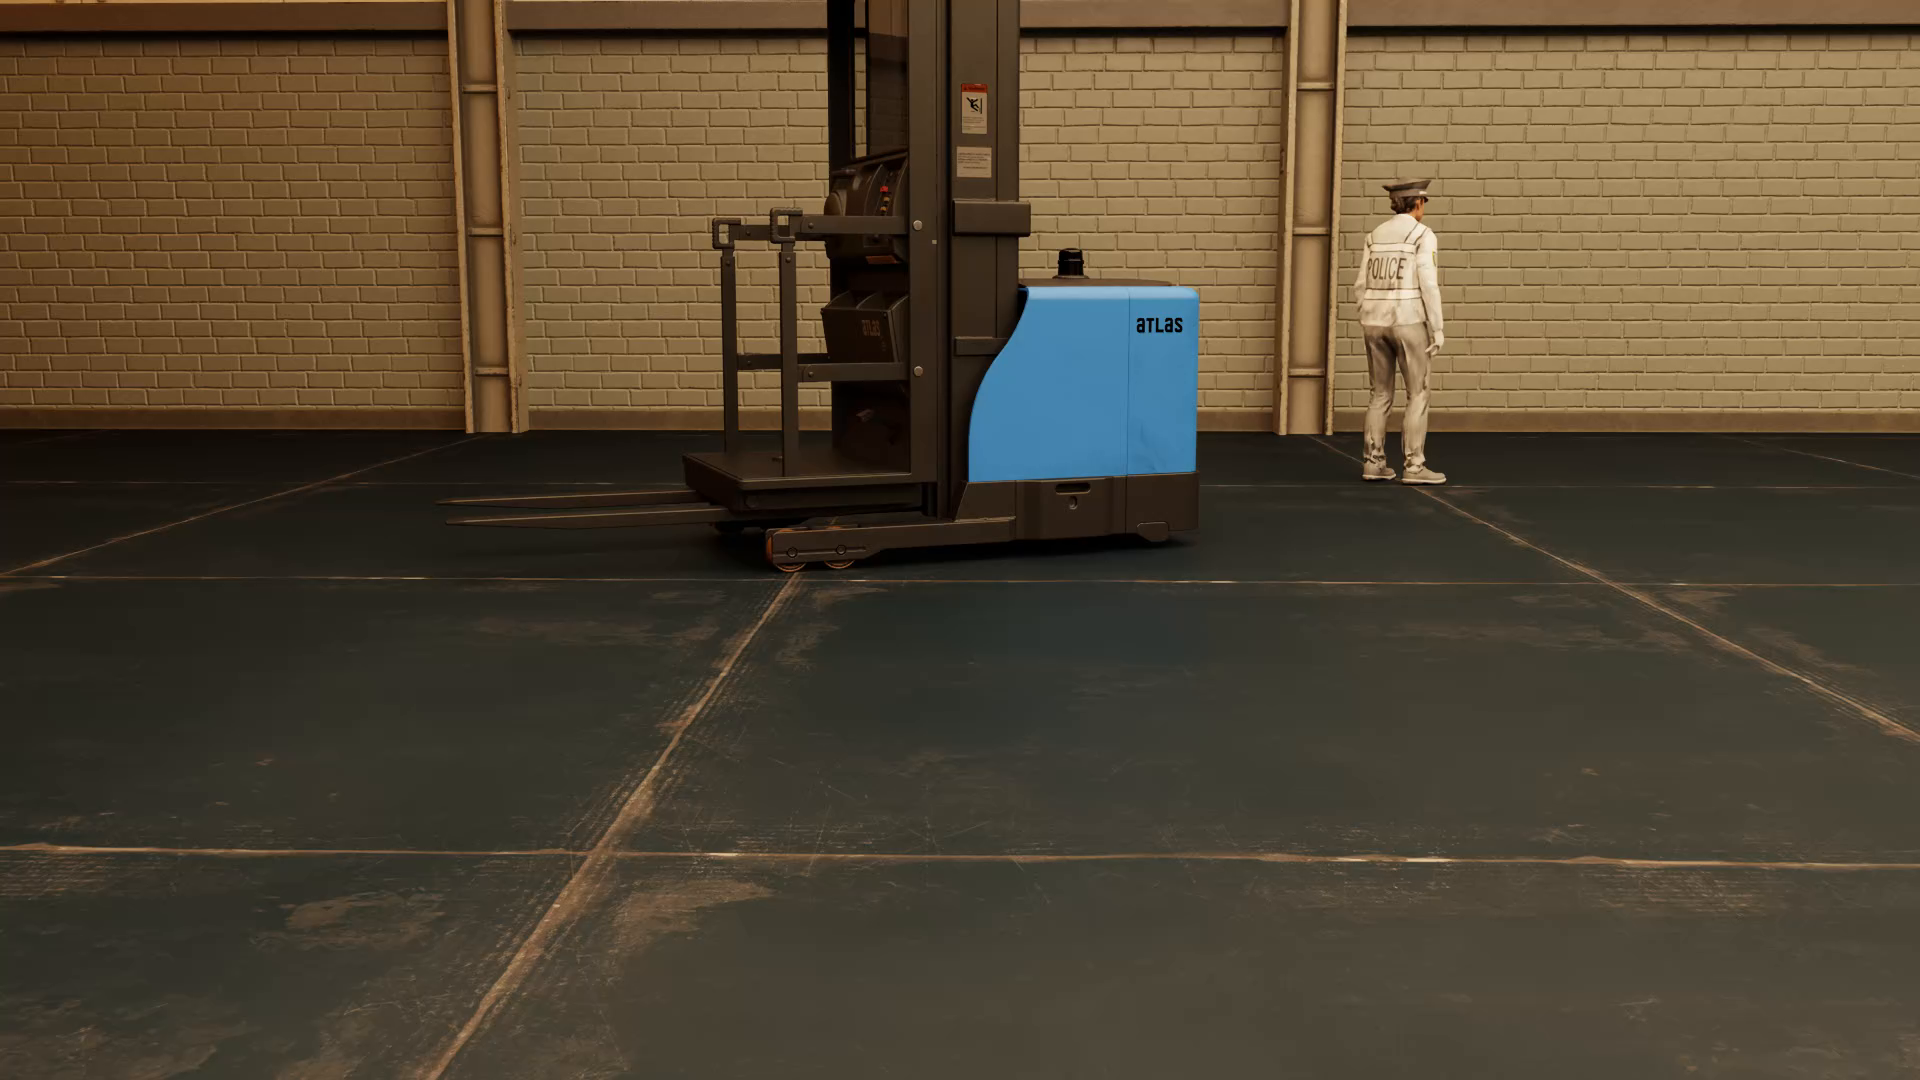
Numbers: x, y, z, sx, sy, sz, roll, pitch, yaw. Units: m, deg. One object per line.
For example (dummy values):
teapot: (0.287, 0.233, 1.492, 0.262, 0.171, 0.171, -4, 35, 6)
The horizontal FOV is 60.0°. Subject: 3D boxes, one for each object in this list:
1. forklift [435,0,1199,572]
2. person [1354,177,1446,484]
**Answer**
forklift: (-0.569, -1.416, 6.694, 3.031, 2.935, 1.130, -3, 9, -20)
person: (2.413, -1.147, 9.138, 0.374, 1.663, 0.529, -7, 11, -40)
